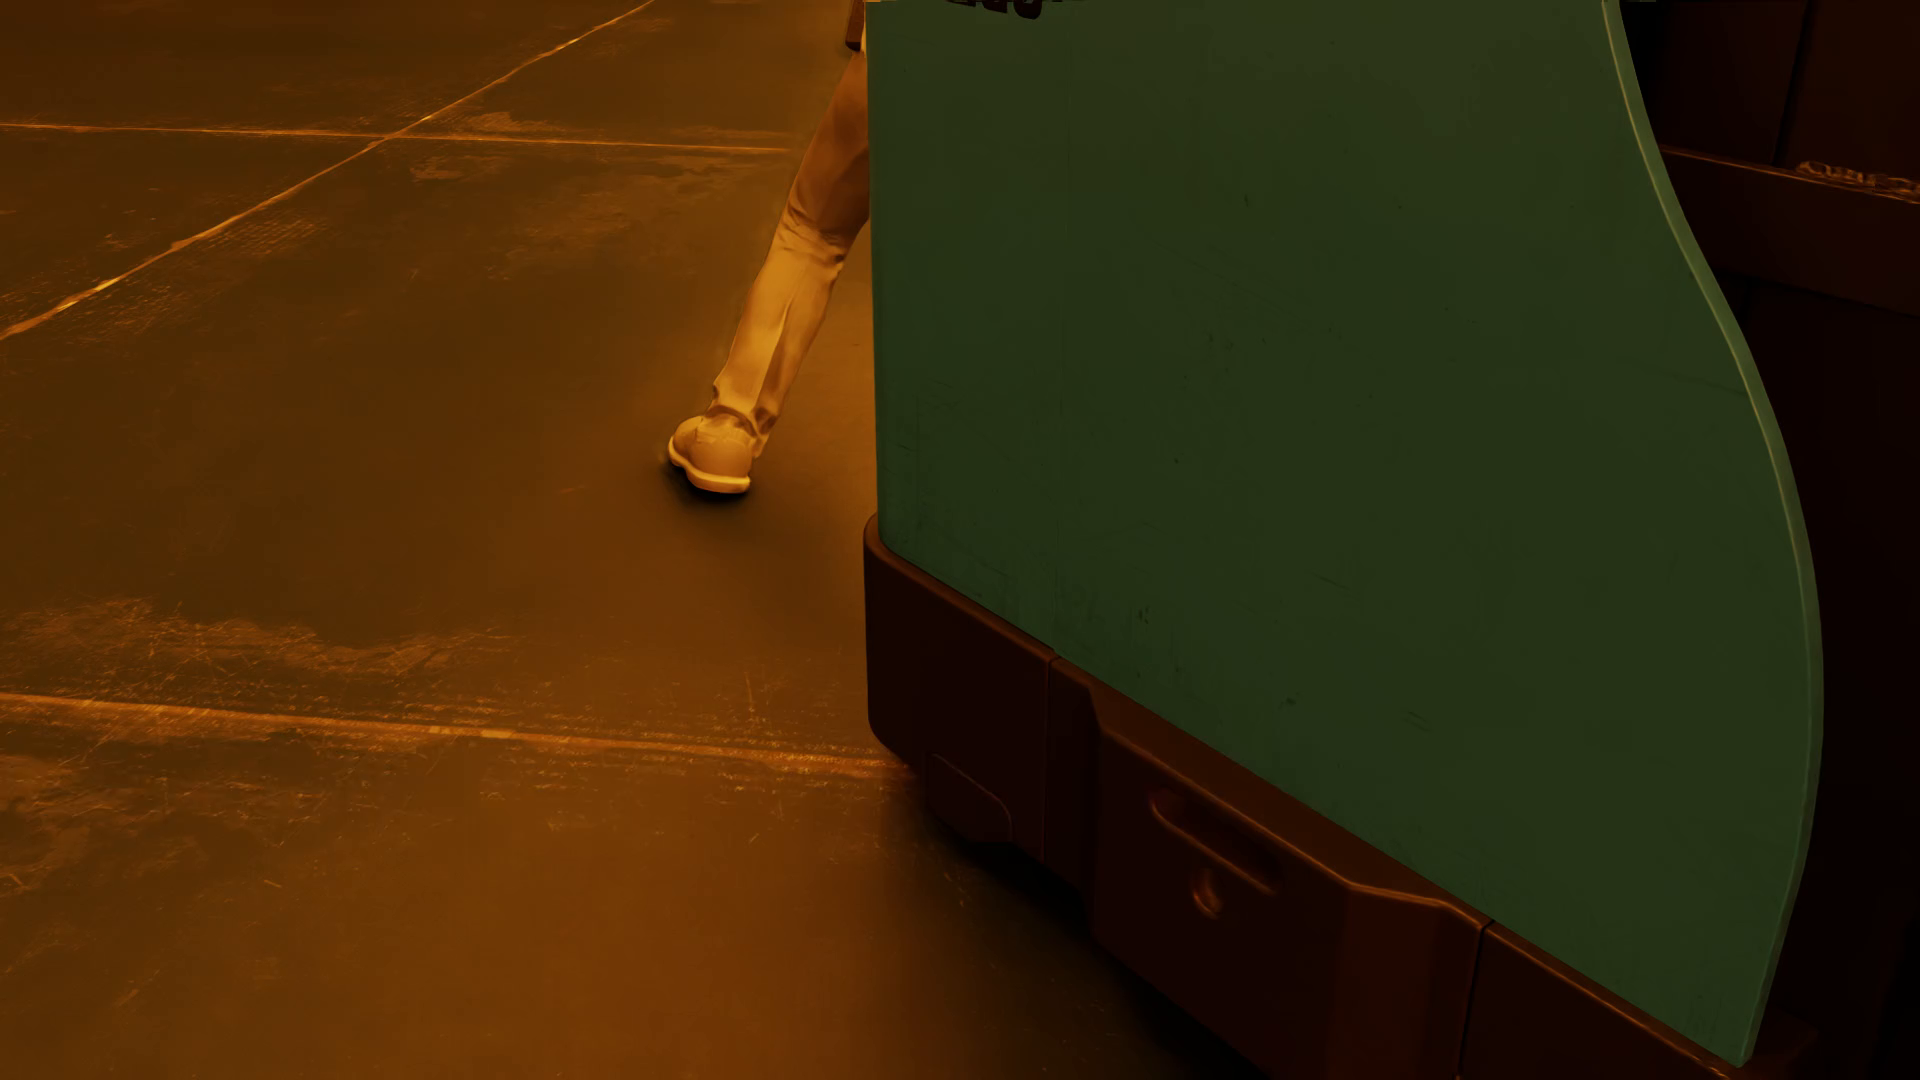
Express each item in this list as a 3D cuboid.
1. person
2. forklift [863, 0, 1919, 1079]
[{"bbox_3d":[0.009,-0.888,2.719,0.918,1.438,1.037,3,27,7],"label":"person"},{"bbox_3d":[1.197,-0.663,0.546,1.130,2.935,3.031,-19,32,-33],"label":"forklift"}]
